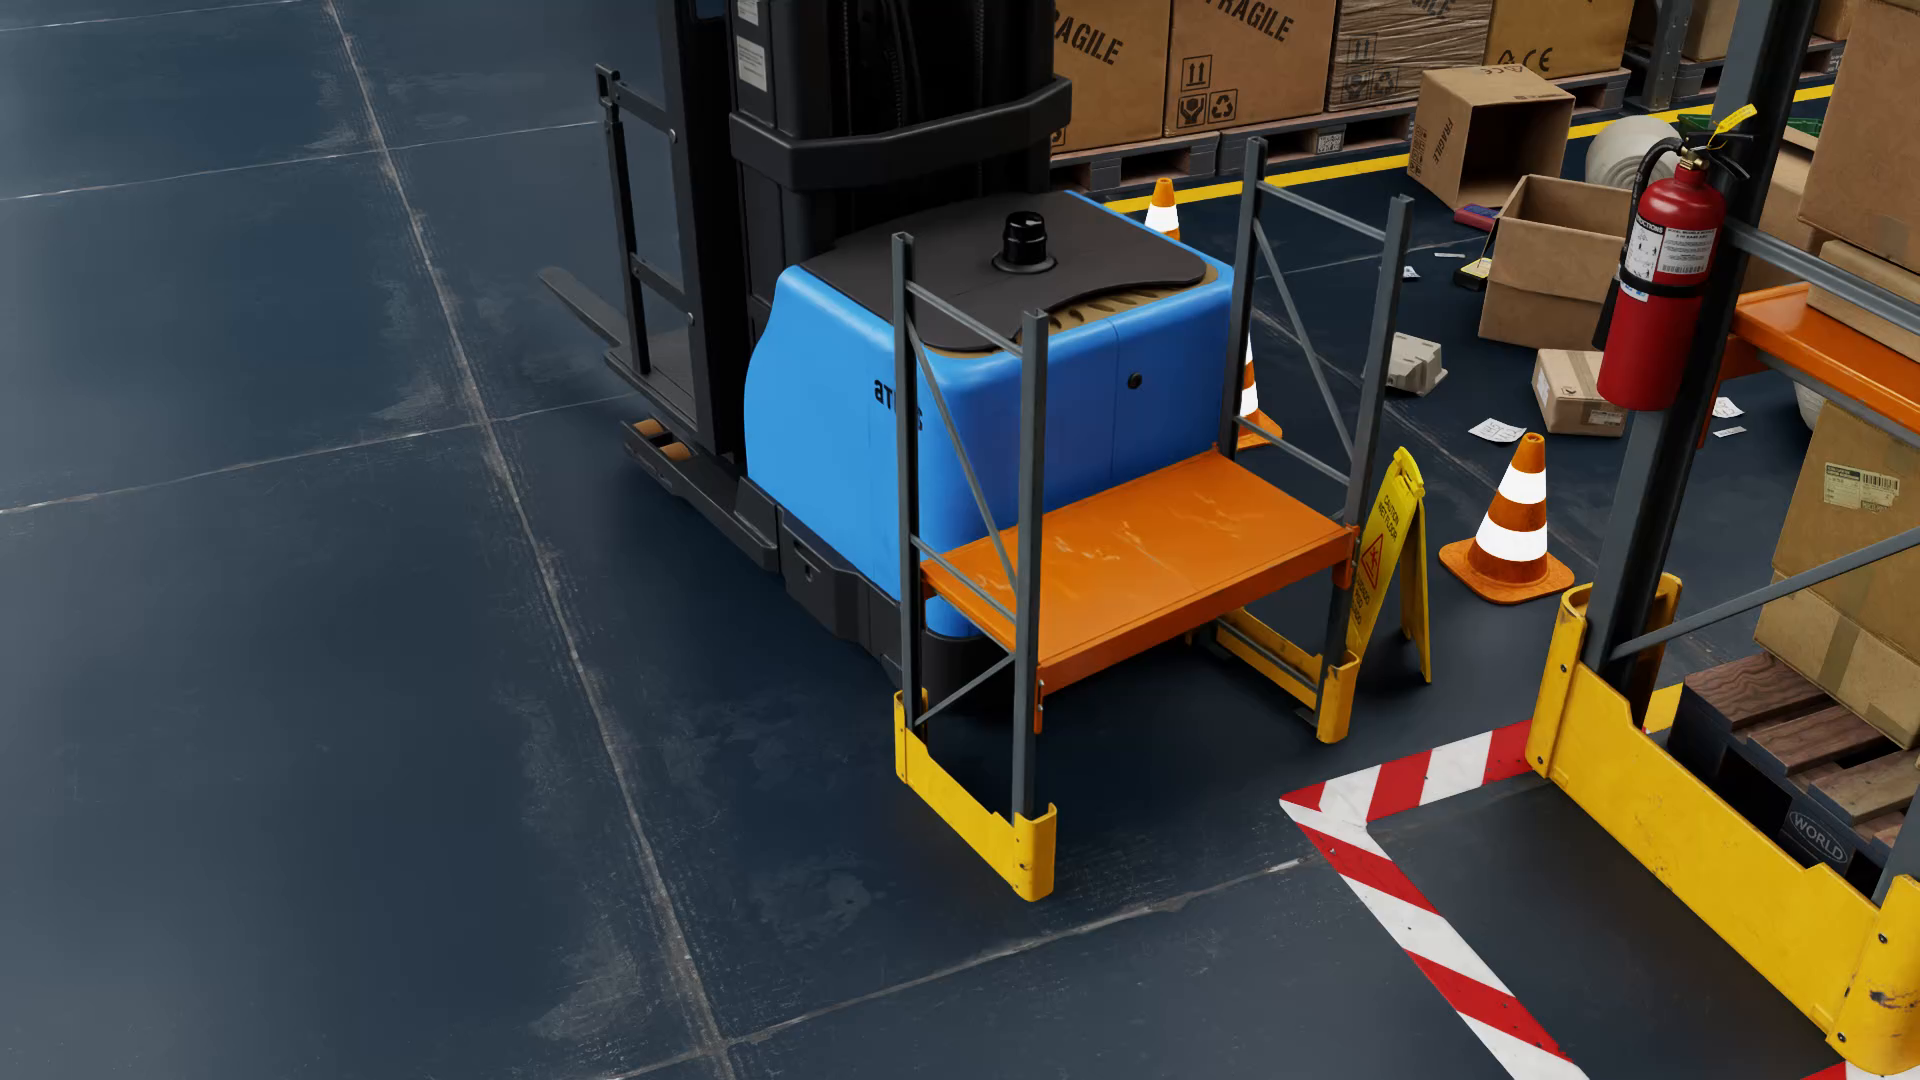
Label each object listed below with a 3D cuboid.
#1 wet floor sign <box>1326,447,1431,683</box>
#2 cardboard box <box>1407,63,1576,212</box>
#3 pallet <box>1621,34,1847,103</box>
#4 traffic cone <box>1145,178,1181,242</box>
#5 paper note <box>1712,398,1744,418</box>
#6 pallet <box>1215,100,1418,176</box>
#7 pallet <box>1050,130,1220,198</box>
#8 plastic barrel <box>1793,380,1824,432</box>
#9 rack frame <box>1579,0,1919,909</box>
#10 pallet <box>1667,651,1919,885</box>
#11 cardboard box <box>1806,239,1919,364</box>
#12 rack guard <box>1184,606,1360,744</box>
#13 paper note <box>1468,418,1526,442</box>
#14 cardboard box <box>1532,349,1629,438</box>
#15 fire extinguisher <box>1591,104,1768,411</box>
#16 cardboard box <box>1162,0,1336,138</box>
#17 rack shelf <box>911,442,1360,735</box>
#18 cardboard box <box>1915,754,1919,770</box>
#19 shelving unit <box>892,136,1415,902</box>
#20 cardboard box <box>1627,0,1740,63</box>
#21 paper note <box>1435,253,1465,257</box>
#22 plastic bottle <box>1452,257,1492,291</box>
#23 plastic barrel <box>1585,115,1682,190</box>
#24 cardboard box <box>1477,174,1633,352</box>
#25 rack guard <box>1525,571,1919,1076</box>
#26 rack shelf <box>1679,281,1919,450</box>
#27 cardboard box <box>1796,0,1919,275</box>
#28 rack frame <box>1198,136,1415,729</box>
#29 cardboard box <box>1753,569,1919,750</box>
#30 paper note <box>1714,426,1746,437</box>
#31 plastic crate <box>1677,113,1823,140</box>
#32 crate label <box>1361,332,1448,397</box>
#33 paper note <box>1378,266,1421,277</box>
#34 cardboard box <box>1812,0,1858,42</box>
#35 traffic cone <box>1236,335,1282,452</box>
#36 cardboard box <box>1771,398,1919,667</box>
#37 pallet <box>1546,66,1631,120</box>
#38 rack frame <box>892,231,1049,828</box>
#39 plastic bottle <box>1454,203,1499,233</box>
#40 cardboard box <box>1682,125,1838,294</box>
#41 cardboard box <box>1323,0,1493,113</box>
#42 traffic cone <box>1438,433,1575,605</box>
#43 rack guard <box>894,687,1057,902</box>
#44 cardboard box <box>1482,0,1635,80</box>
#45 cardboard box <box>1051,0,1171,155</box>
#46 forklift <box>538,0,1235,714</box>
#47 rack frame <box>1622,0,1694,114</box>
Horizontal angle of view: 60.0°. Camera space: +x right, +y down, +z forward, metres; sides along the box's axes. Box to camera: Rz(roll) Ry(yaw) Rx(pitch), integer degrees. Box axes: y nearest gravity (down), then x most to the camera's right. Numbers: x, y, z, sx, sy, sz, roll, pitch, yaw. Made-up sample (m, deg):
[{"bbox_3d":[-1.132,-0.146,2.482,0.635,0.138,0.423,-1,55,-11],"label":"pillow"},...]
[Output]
[{"bbox_3d":[1.191,0.060,4.566,0.232,0.644,0.267,-2,33,-2],"label":"wet floor sign"},{"bbox_3d":[2.425,-1.851,7.634,0.500,0.500,0.500,-7,34,-11],"label":"cardboard box"},{"bbox_3d":[4.141,-2.773,9.319,1.213,0.211,1.003,-13,35,-19],"label":"pallet"},{"bbox_3d":[0.810,-1.232,6.718,0.334,0.463,0.336,-13,35,-19],"label":"traffic cone"},{"bbox_3d":[2.722,-0.484,5.977,0.142,0.019,0.148,-2,33,-2],"label":"paper note"},{"bbox_3d":[1.601,-2.192,8.425,1.213,0.211,1.003,-13,35,-19],"label":"pallet"},{"bbox_3d":[0.477,-1.936,8.032,1.213,0.211,1.003,-13,35,-19],"label":"pallet"},{"bbox_3d":[3.098,-0.546,5.702,0.421,0.421,0.512,10,34,14],"label":"plastic barrel"},{"bbox_3d":[1.780,-0.429,3.159,0.127,3.000,1.000,-13,35,-19],"label":"rack frame"},{"bbox_3d":[2.613,0.570,4.180,1.213,0.211,1.003,-13,35,-19],"label":"pallet"},{"bbox_3d":[2.042,-0.510,3.514,0.250,0.149,0.380,-12,35,-17],"label":"cardboard box"},{"bbox_3d":[0.842,0.299,4.562,0.087,0.250,0.587,-21,39,-29],"label":"rack guard"},{"bbox_3d":[1.881,-0.385,5.814,0.142,0.019,0.148,-27,42,-35],"label":"paper note"},{"bbox_3d":[2.206,-0.526,5.923,0.250,0.149,0.380,4,33,6],"label":"cardboard box"},{"bbox_3d":[1.496,-0.604,3.499,0.183,0.674,0.296,-13,35,-19],"label":"fire extinguisher"},{"bbox_3d":[1.181,-2.545,7.975,0.875,0.875,0.875,-13,35,-20],"label":"cardboard box"},{"bbox_3d":[0.428,0.085,4.073,1.000,0.185,0.538,-21,39,-29],"label":"rack shelf"},{"bbox_3d":[2.631,0.516,3.842,0.500,0.250,0.500,-13,35,-19],"label":"cardboard box"},{"bbox_3d":[0.435,-0.068,3.980,1.083,1.500,0.587,-21,39,-29],"label":"shelving unit"},{"bbox_3d":[3.996,-3.151,9.020,0.750,0.750,1.050,-13,35,-19],"label":"cardboard box"},{"bbox_3d":[2.095,-1.218,7.112,0.123,0.001,0.032,4,33,6],"label":"paper note"},{"bbox_3d":[2.182,-1.116,6.910,0.283,0.061,0.133,-27,42,-35],"label":"plastic bottle"},{"bbox_3d":[3.006,-1.651,7.399,0.421,0.421,0.512,10,34,14],"label":"plastic barrel"},{"bbox_3d":[2.419,-1.027,6.366,0.797,0.503,0.637,16,36,23],"label":"cardboard box"},{"bbox_3d":[1.850,0.603,3.865,0.348,0.500,1.175,-13,35,-19],"label":"rack guard"},{"bbox_3d":[3.624,-0.550,4.004,4.000,0.370,1.077,-13,35,-19],"label":"rack shelf"},{"bbox_3d":[2.174,-0.849,3.440,0.500,0.500,0.500,-14,35,-20],"label":"cardboard box"},{"bbox_3d":[0.843,-0.225,4.221,0.032,1.500,0.500,-21,39,-29],"label":"rack frame"},{"bbox_3d":[2.443,0.237,4.272,0.500,0.250,0.500,-13,35,-19],"label":"cardboard box"},{"bbox_3d":[2.697,-0.380,5.824,0.123,0.001,0.032,-13,35,-19],"label":"paper note"},{"bbox_3d":[3.806,-1.891,7.932,0.662,0.188,0.450,4,23,6],"label":"plastic crate"},{"bbox_3d":[1.635,-0.652,6.127,0.250,0.136,0.298,23,39,30],"label":"crate label"},{"bbox_3d":[1.835,-1.120,6.945,0.142,0.017,0.144,-2,33,-2],"label":"paper note"},{"bbox_3d":[4.887,-3.352,9.330,0.750,0.750,1.050,-13,35,-19],"label":"cardboard box"},{"bbox_3d":[0.934,-0.591,5.735,0.334,0.463,0.336,-13,35,-19],"label":"traffic cone"},{"bbox_3d":[2.418,-0.067,4.051,0.500,0.500,0.500,-13,35,-19],"label":"cardboard box"},{"bbox_3d":[2.727,-2.451,8.824,1.213,0.211,1.003,-13,35,-19],"label":"pallet"},{"bbox_3d":[0.013,0.095,3.729,0.032,1.500,0.500,-21,39,-29],"label":"rack frame"},{"bbox_3d":[2.349,-1.414,7.367,0.133,0.061,0.283,-27,42,-35],"label":"plastic bottle"},{"bbox_3d":[3.278,-1.285,6.639,0.503,0.637,0.797,-13,35,-19],"label":"cardboard box"},{"bbox_3d":[2.022,-2.737,8.269,0.875,0.875,0.875,-13,35,-19],"label":"cardboard box"},{"bbox_3d":[1.677,-0.105,4.987,0.334,0.463,0.336,-13,35,-19],"label":"traffic cone"},{"bbox_3d":[0.029,0.613,4.079,0.087,0.250,0.587,-21,39,-29],"label":"rack guard"},{"bbox_3d":[2.852,-2.929,8.565,0.875,0.875,0.875,-12,35,-18],"label":"cardboard box"},{"bbox_3d":[0.370,-2.359,7.688,0.875,0.875,0.875,-13,35,-19],"label":"cardboard box"},{"bbox_3d":[-0.483,-1.521,4.900,1.130,2.935,3.031,-21,39,-29],"label":"forklift"},{"bbox_3d":[3.459,-3.741,8.250,0.127,3.000,1.000,-13,35,-19],"label":"rack frame"}]
